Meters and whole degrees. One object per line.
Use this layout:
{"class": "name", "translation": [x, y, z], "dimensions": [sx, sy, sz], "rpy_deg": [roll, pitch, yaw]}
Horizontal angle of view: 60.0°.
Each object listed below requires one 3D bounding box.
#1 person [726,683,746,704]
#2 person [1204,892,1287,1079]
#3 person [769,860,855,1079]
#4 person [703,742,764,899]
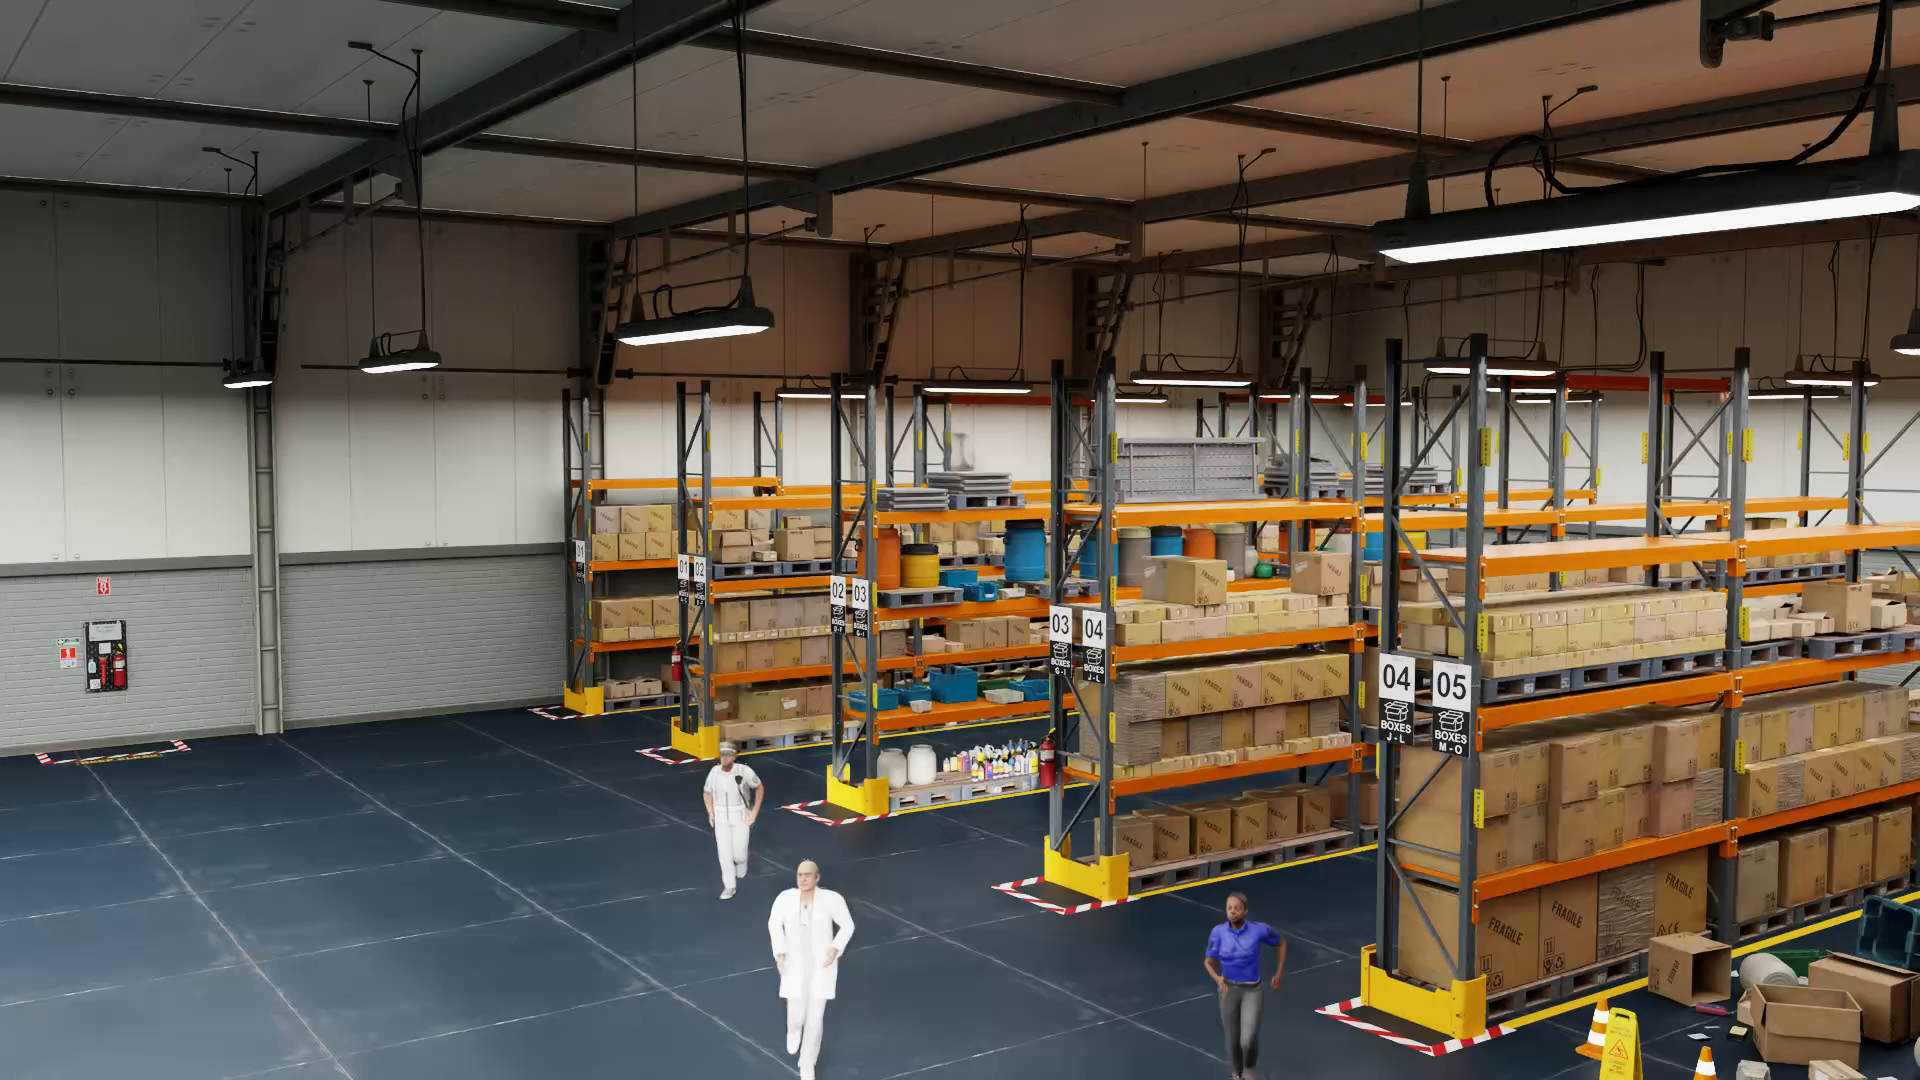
{"class": "person", "translation": [-3.889, 2.399, 28.927], "dimensions": [0.994, 1.762, 0.691], "rpy_deg": [-3, 5, -37]}
{"class": "person", "translation": [2.182, 3.529, 12.865], "dimensions": [0.577, 1.595, 0.750], "rpy_deg": [1, 4, 21]}
{"class": "person", "translation": [-1.201, 3.439, 13.412], "dimensions": [0.705, 1.750, 0.688], "rpy_deg": [0, 4, 2]}
{"class": "person", "translation": [-2.537, 3.100, 18.620], "dimensions": [0.675, 1.756, 0.665], "rpy_deg": [0, 4, 5]}
